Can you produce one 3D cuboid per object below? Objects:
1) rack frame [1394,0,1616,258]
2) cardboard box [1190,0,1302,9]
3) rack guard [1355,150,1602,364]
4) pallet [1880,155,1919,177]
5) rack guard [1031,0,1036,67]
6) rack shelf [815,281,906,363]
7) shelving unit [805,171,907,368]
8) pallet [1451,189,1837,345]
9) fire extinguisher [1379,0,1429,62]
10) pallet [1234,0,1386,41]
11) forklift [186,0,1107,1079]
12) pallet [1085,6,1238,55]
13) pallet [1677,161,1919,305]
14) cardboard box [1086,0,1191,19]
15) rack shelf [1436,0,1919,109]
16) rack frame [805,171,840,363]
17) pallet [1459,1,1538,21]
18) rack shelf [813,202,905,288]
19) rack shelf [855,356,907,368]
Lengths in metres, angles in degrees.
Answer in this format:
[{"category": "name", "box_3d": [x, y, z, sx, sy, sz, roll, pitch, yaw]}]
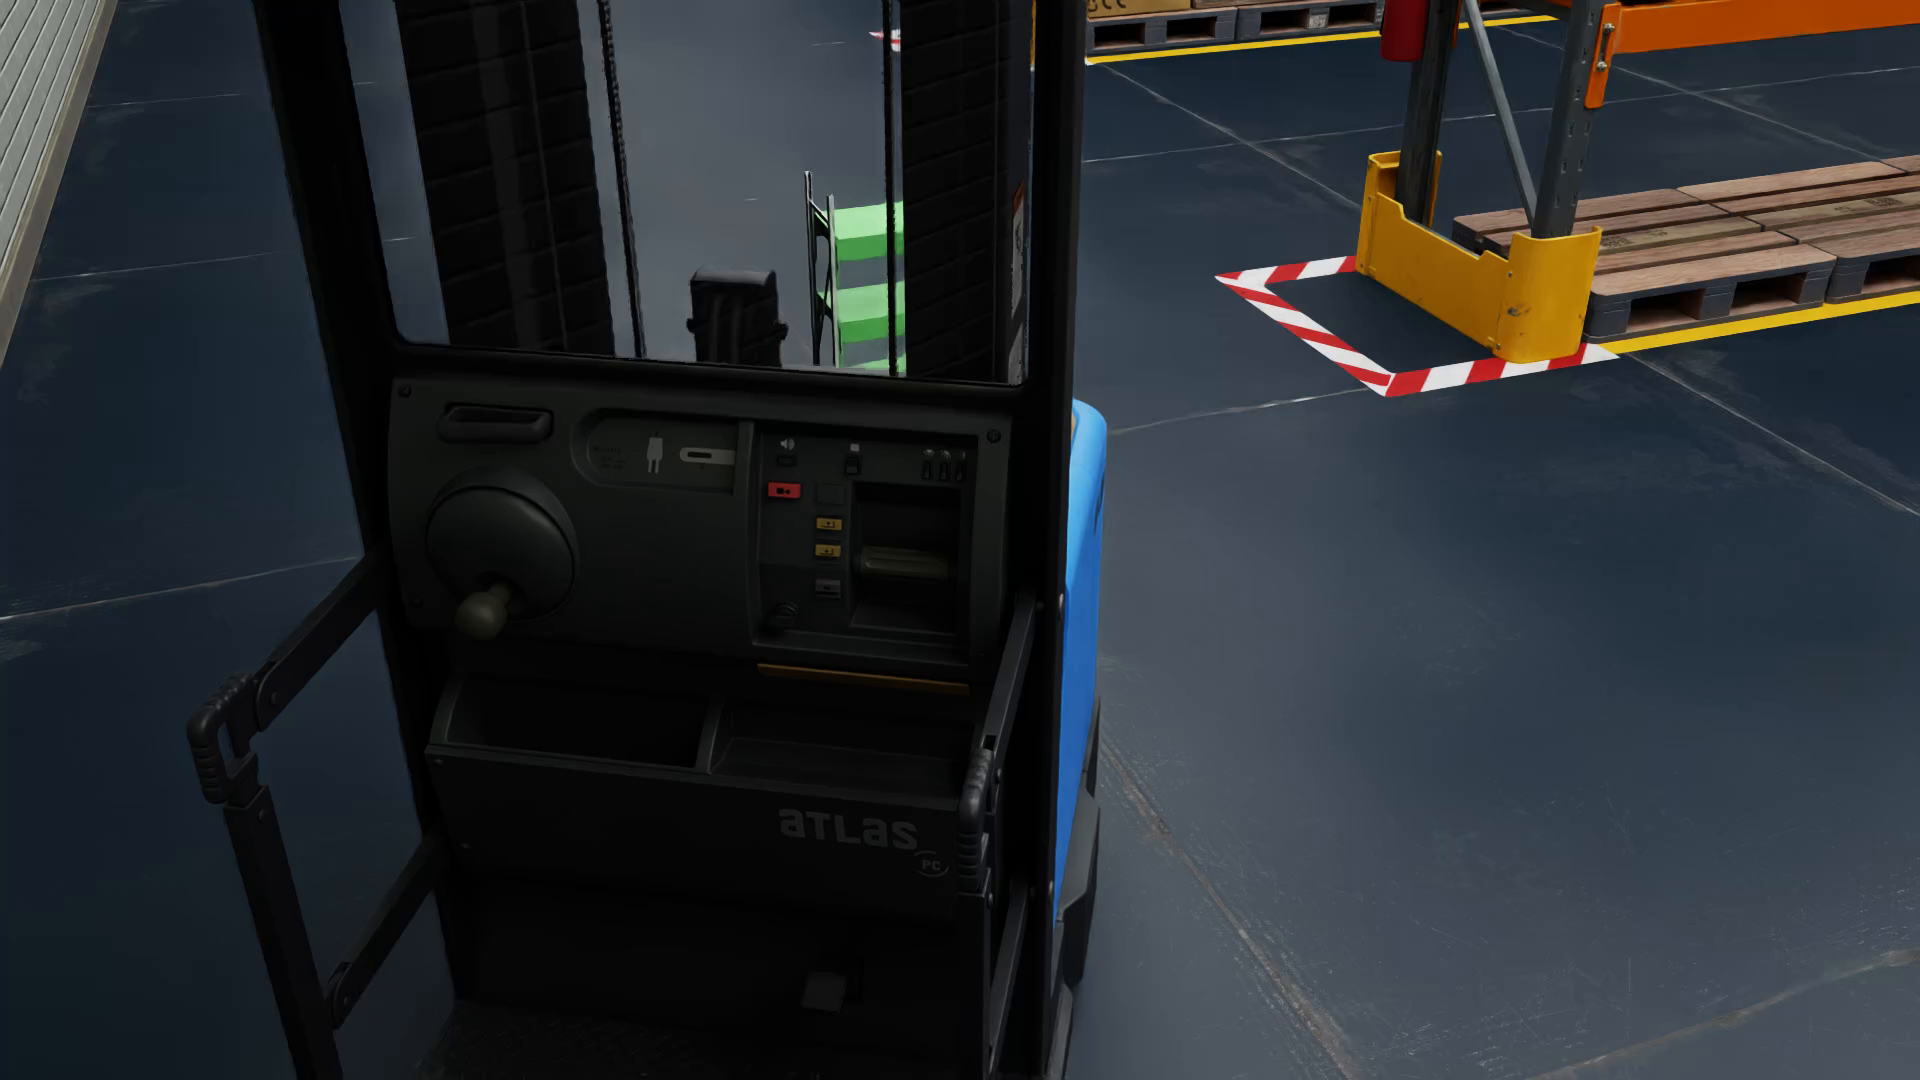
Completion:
[{"category": "rack frame", "box_3d": [2.111, -2.288, 6.236, 0.127, 3.000, 1.000, -10, 31, -18]}, {"category": "cardboard box", "box_3d": [1.809, -4.150, 11.226, 0.875, 0.875, 0.875, -10, 31, -18]}, {"category": "rack guard", "box_3d": [2.093, -1.192, 6.837, 0.348, 0.500, 1.175, -10, 31, -18]}, {"category": "pallet", "box_3d": [5.184, -1.622, 7.884, 1.213, 0.211, 1.003, -10, 31, -18]}, {"category": "rack guard", "box_3d": [0.362, -3.496, 10.881, 0.348, 0.500, 1.175, -10, 31, -18]}, {"category": "rack shelf", "box_3d": [-0.155, -0.646, 4.816, 0.480, 0.148, 0.258, -10, 31, -18]}, {"category": "shelving unit", "box_3d": [-0.155, -0.493, 4.903, 0.503, 1.200, 0.258, -10, 31, -18]}, {"category": "pallet", "box_3d": [2.898, -1.201, 7.145, 1.213, 0.211, 1.003, -10, 31, -18]}, {"category": "fire extinguisher", "box_3d": [1.811, -2.277, 6.672, 0.183, 0.674, 0.296, -10, 31, -18]}, {"category": "pallet", "box_3d": [2.248, -3.758, 11.632, 1.213, 0.211, 1.003, -10, 31, -18]}, {"category": "forklift", "box_3d": [-0.425, 0.024, 2.247, 1.130, 2.935, 3.031, 5, 30, 8]}, {"category": "pallet", "box_3d": [1.106, -3.549, 11.266, 1.213, 0.211, 1.003, -10, 31, -18]}, {"category": "pallet", "box_3d": [4.039, -1.410, 7.511, 1.213, 0.211, 1.003, -10, 31, -18]}, {"category": "cardboard box", "box_3d": [0.956, -3.993, 10.951, 0.875, 0.875, 0.875, -10, 31, -18]}, {"category": "rack shelf", "box_3d": [3.986, -2.321, 7.020, 4.000, 0.370, 1.077, -10, 31, -18]}, {"category": "rack frame", "box_3d": [-0.384, -0.451, 4.829, 0.015, 1.200, 0.240, -10, 31, -18]}, {"category": "pallet", "box_3d": [3.393, -3.970, 12.005, 1.213, 0.211, 1.003, -10, 31, -18]}, {"category": "rack shelf", "box_3d": [-0.155, -0.854, 4.697, 0.480, 0.148, 0.258, -10, 31, -18]}, {"category": "rack shelf", "box_3d": [-0.155, -0.437, 4.934, 0.480, 0.148, 0.258, -10, 31, -18]}]
